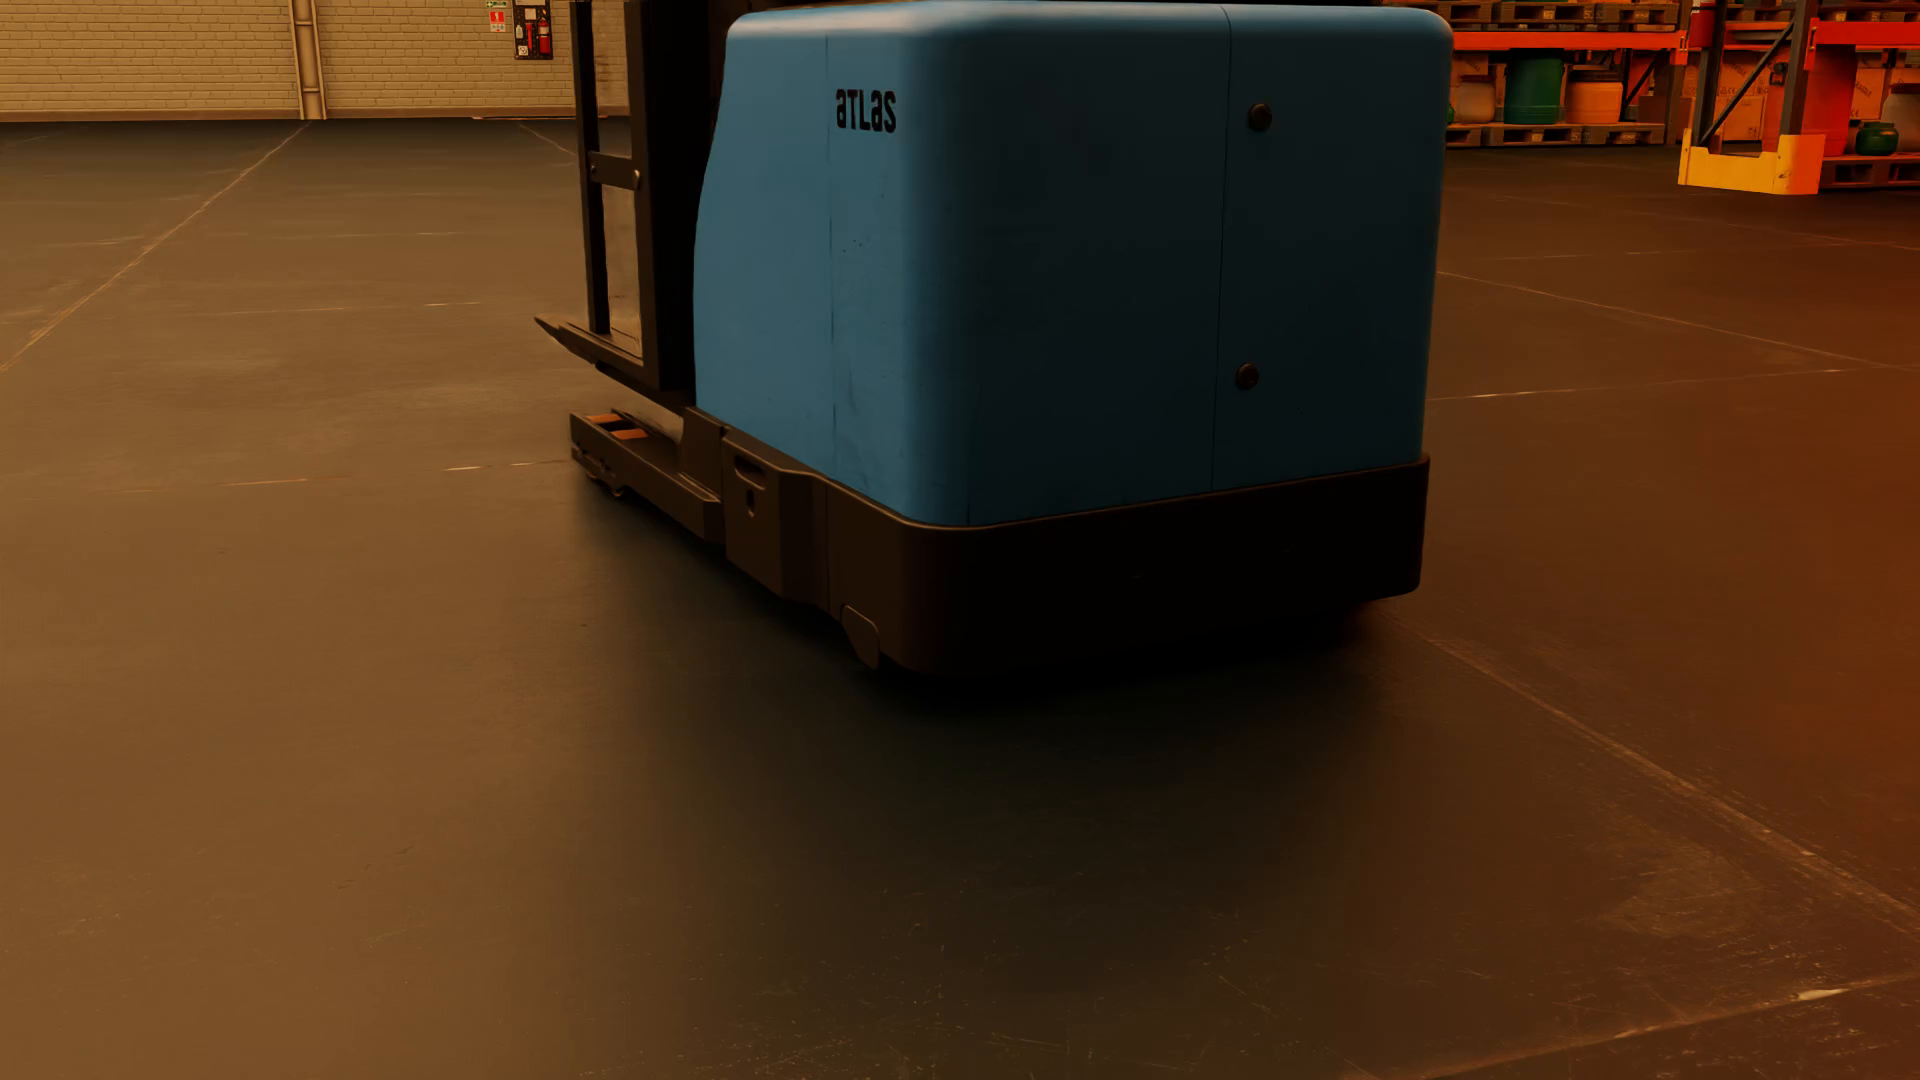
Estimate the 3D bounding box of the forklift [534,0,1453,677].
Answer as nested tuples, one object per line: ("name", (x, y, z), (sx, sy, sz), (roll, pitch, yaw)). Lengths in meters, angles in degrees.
("forklift", (-0.300, -1.557, 3.669), (1.130, 2.935, 3.031), (-9, 18, -27))
